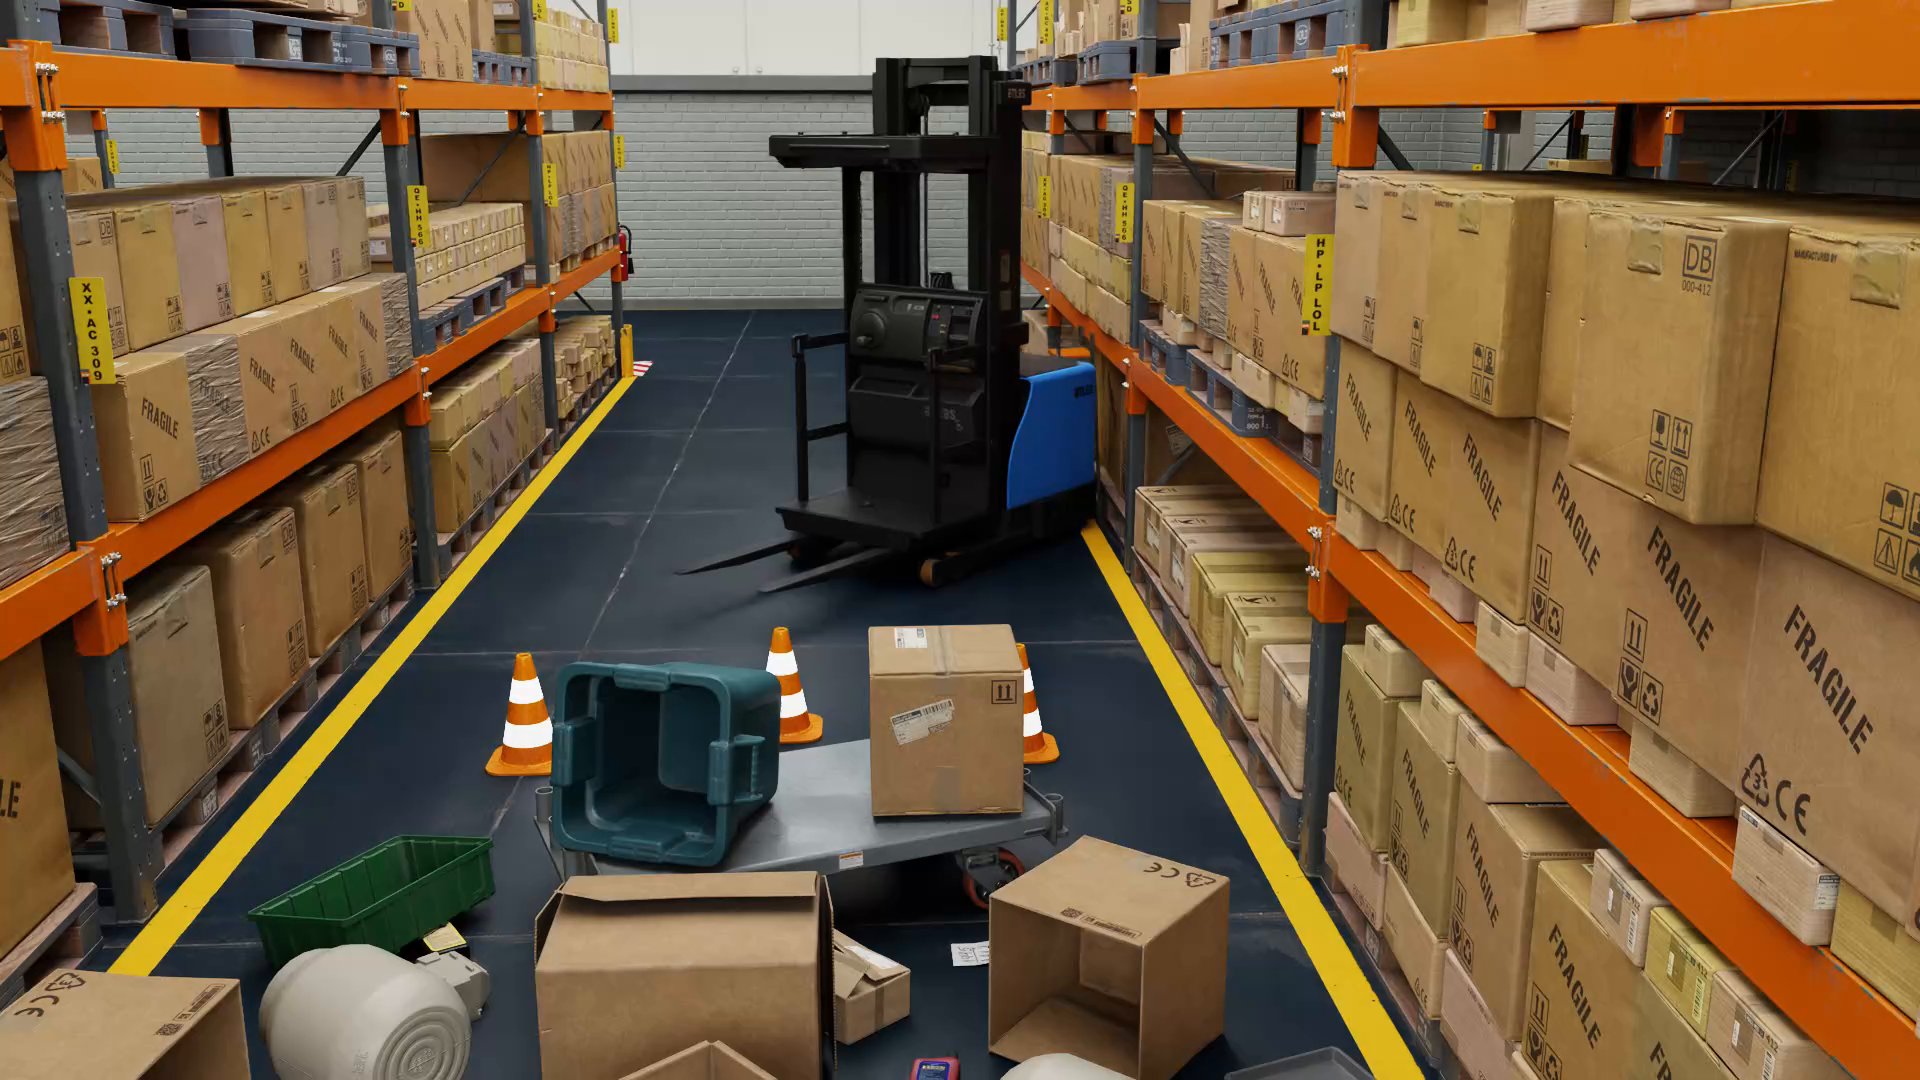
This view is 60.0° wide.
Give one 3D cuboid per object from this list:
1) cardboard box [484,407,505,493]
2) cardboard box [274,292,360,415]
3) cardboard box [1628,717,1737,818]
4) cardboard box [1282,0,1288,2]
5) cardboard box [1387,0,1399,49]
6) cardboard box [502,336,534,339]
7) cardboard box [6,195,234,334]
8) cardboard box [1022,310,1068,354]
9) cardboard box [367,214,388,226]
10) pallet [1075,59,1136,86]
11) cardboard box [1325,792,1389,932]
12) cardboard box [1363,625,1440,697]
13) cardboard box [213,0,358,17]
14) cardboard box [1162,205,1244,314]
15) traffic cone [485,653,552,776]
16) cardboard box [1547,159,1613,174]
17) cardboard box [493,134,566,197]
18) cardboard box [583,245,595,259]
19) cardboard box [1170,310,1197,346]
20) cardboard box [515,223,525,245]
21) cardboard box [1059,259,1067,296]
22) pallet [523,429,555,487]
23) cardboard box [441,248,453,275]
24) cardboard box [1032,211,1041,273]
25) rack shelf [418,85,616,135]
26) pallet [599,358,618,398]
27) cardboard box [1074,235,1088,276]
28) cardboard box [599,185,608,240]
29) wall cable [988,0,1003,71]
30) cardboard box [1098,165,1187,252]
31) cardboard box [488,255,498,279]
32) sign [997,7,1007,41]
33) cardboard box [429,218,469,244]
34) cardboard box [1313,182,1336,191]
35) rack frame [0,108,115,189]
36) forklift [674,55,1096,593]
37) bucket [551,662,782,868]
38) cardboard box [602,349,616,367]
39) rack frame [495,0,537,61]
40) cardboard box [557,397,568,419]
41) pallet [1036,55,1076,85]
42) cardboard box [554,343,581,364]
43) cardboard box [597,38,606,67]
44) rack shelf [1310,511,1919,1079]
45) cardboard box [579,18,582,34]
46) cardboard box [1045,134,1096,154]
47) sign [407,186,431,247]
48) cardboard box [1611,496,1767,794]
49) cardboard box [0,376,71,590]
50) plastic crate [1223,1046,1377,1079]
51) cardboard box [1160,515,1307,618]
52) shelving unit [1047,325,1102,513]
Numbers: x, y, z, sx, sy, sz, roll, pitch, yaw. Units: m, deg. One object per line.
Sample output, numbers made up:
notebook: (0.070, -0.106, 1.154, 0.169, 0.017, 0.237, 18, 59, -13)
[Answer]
cardboard box: (-3.323, -0.594, 10.991, 0.500, 0.500, 0.500, -1, 14, -5)
cardboard box: (-3.107, -0.861, 7.654, 0.500, 0.500, 0.500, -1, 14, -4)
cardboard box: (1.581, 0.434, 3.325, 0.380, 0.149, 0.250, -1, 14, -4)
cardboard box: (1.512, -2.128, 6.217, 0.500, 0.250, 0.500, -1, 14, -3)
cardboard box: (1.491, -1.525, 4.917, 0.380, 0.149, 0.250, -1, 14, -4)
cardboard box: (-4.053, -1.746, 14.978, 0.380, 0.149, 0.250, -1, 14, -3)
cardboard box: (-3.317, -1.084, 6.513, 0.700, 0.500, 0.500, -1, 14, -3)
cardboard box: (1.116, -2.060, 16.813, 0.875, 0.438, 0.875, -1, 14, -5)
cardboard box: (-4.064, -2.107, 11.164, 0.380, 0.149, 0.250, 0, 14, -1)
pallet: (1.329, -3.398, 12.079, 0.805, 0.209, 1.217, -1, 15, -6)
cardboard box: (1.486, 1.003, 5.283, 0.500, 0.250, 0.500, -2, 15, -6)
cardboard box: (1.434, 0.358, 4.984, 0.380, 0.149, 0.250, -1, 14, -3)
cardboard box: (-3.099, -2.575, 7.631, 0.500, 0.311, 0.500, -1, 14, -3)
cardboard box: (1.307, -1.422, 8.392, 0.500, 0.500, 0.500, 0, 14, -1)
traffic cone: (-1.791, 0.697, 6.888, 0.336, 0.463, 0.334, -1, 14, -3)
cardboard box: (5.782, -3.282, 15.463, 0.500, 0.500, 0.500, -1, 14, -2)
cardboard box: (-3.543, -3.085, 13.694, 0.500, 0.500, 0.500, -1, 14, -5)
cardboard box: (-3.622, -2.707, 15.531, 0.380, 0.149, 0.250, -2, 15, -6)
cardboard box: (1.257, -1.060, 8.290, 0.380, 0.149, 0.250, -1, 14, -3)
cardboard box: (-3.489, -2.294, 12.487, 0.380, 0.149, 0.250, 0, 14, -2)
cardboard box: (1.021, -1.951, 12.389, 0.500, 0.250, 0.500, -1, 14, -5)
pallet: (-3.661, -0.620, 12.512, 1.003, 0.211, 1.213, -1, 14, -3)
cardboard box: (-3.347, -1.715, 10.236, 0.380, 0.149, 0.250, -1, 14, -3)
cardboard box: (0.902, -2.553, 14.230, 0.500, 0.500, 0.500, -1, 14, -5)
rack shelf: (-3.835, -3.766, 14.566, 1.077, 0.370, 4.000, -1, 14, -3)
pallet: (-3.939, -1.587, 16.270, 1.003, 0.211, 1.213, -1, 14, -3)
cardboard box: (1.068, -1.940, 11.346, 0.500, 0.250, 0.500, -1, 14, -5)
cardboard box: (-3.647, -3.115, 15.817, 0.500, 0.500, 0.500, -1, 14, -4)
wall cable: (0.342, -7.576, 21.912, 0.463, 3.000, 0.029, -1, 14, -3)
cardboard box: (1.138, -2.055, 10.288, 0.500, 0.500, 0.500, -1, 14, -2)
cardboard box: (-3.420, -1.892, 11.521, 0.380, 0.149, 0.250, -2, 15, -6)
sign: (0.421, -5.168, 16.658, 0.100, 0.325, 0.005, -1, 14, -3)
cardboard box: (-3.381, -1.984, 10.684, 0.380, 0.149, 0.250, 0, 14, -2)
cardboard box: (1.854, -1.578, 7.699, 0.380, 0.149, 0.250, -2, 15, -6)
rack frame: (-8.915, -3.107, 16.584, 1.000, 3.000, 0.127, -1, 14, -3)
forklift: (-0.386, -1.287, 9.646, 1.130, 2.935, 3.031, 10, 18, 35)
bucket: (-0.906, 0.673, 5.410, 0.726, 0.611, 0.620, 4, 5, 16)
cardboard box: (-3.601, -1.791, 16.348, 0.380, 0.149, 0.250, 0, 14, -2)
rack frame: (-3.711, -5.069, 12.170, 1.000, 3.000, 0.127, -1, 14, -3)
cardboard box: (-3.413, -1.082, 13.591, 0.380, 0.149, 0.250, -2, 15, -6)
pallet: (1.183, -3.879, 13.741, 1.003, 0.211, 1.213, -1, 14, -3)
cardboard box: (-3.521, -1.624, 14.505, 0.380, 0.149, 0.250, -1, 14, -2)
cardboard box: (-3.676, -4.670, 15.936, 0.500, 0.250, 0.500, -1, 14, -5)
rack shelf: (1.843, 0.570, 3.736, 1.077, 0.370, 4.000, -1, 14, -3)
cardboard box: (-3.631, -4.641, 15.023, 0.380, 0.149, 0.250, -1, 14, -5)
cardboard box: (0.887, -3.184, 13.373, 0.380, 0.149, 0.250, -1, 14, -5)
sign: (-2.909, -1.739, 8.943, 0.100, 0.325, 0.005, -1, 14, -3)
cardboard box: (1.604, 0.147, 3.140, 0.500, 0.500, 0.500, -1, 14, -4)
cardboard box: (-3.180, -0.156, 4.810, 0.875, 0.550, 0.550, -1, 14, -3)
plastic crate: (0.998, 1.541, 4.376, 0.402, 0.080, 0.583, -6, 16, -23)
cardboard box: (1.550, 0.123, 8.461, 0.950, 0.372, 0.625, -1, 14, -5)
shelving unit: (0.768, -0.812, 11.197, 0.258, 1.200, 0.503, -5, 13, -3)
